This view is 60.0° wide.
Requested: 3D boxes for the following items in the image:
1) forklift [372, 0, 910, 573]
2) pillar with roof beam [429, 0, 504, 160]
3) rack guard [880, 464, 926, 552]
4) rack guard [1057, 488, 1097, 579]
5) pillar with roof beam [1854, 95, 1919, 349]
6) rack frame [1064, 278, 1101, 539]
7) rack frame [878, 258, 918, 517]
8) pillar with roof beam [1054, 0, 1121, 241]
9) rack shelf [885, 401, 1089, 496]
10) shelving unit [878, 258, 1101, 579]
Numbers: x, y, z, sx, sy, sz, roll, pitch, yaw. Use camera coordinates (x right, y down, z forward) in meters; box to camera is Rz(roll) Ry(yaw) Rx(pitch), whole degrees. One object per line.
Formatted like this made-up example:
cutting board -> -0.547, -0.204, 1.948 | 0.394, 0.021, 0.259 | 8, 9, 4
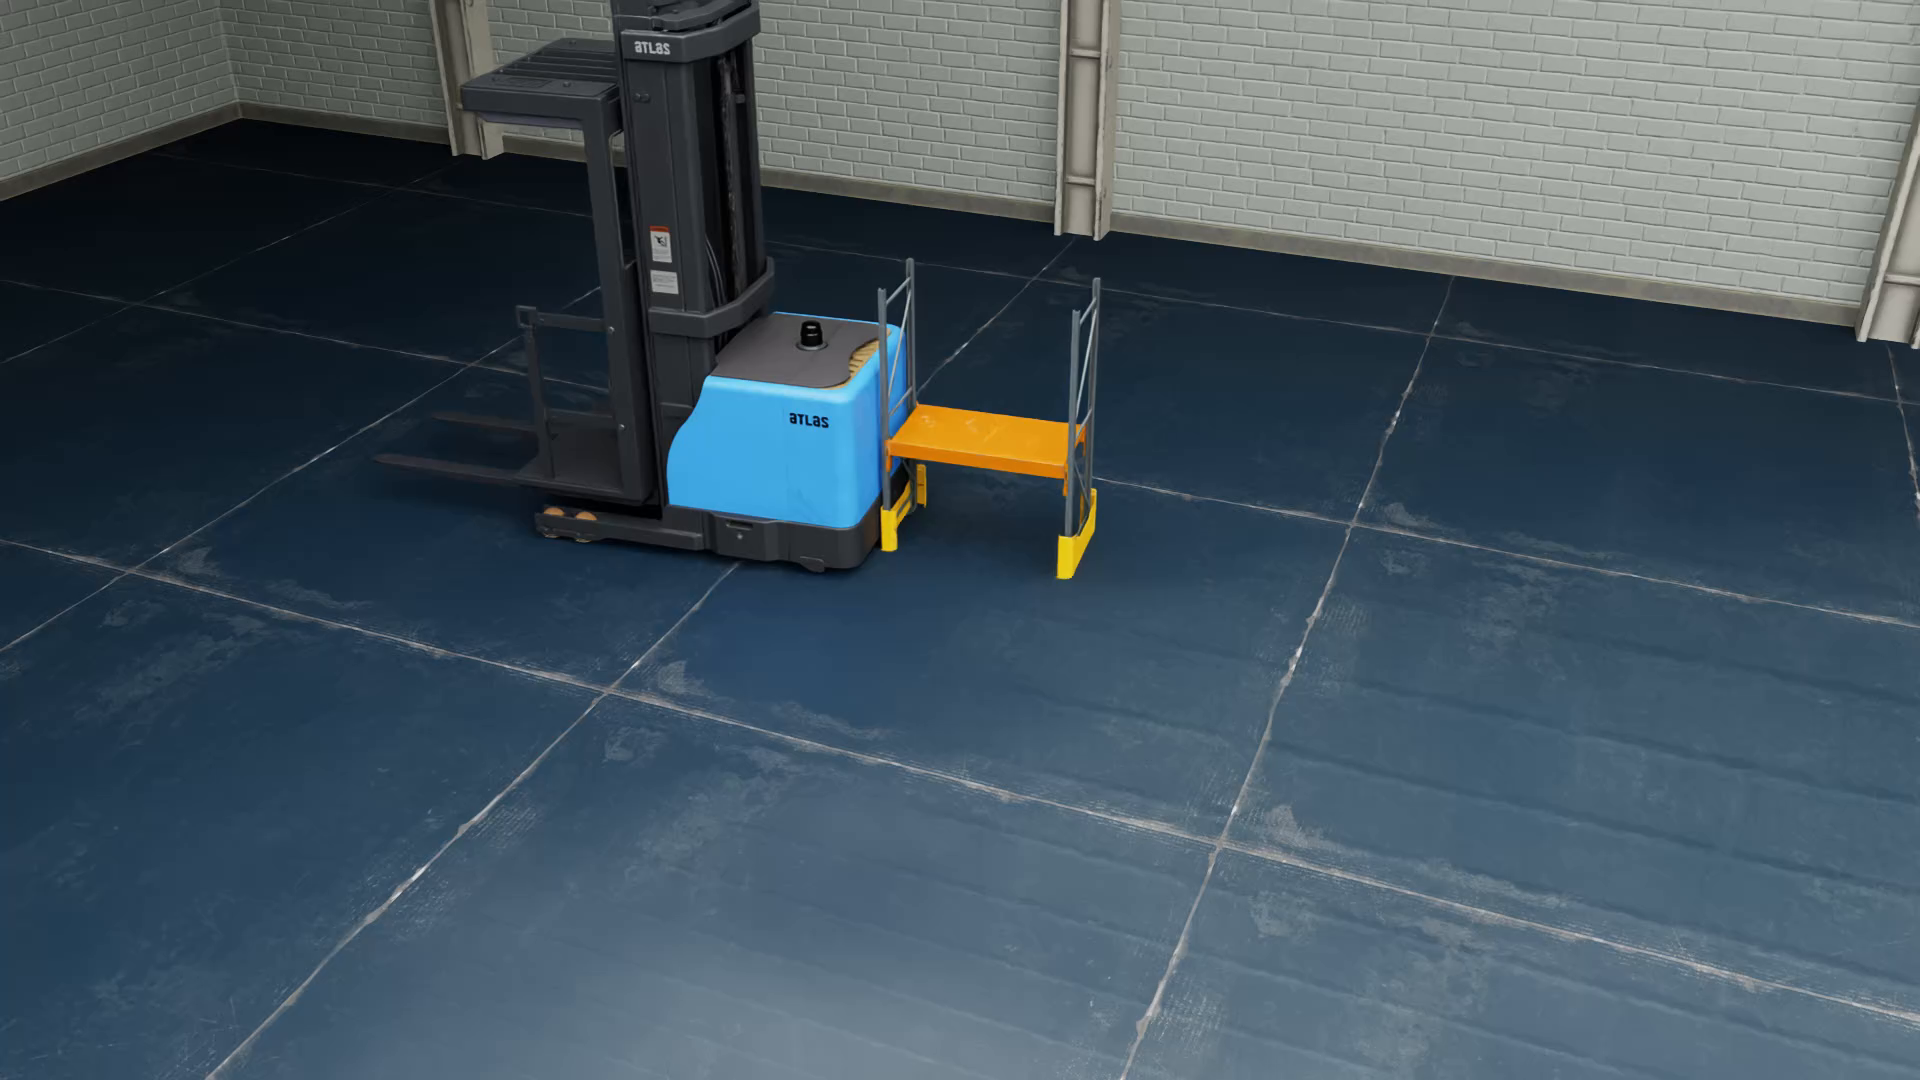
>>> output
forklift -> -1.859, -1.501, 8.926 | 3.031, 2.935, 1.130 | 8, 30, 14
pillar with roof beam -> -6.166, -5.614, 10.037 | 0.400, 9.000, 9.100 | 11, 31, 19
rack guard -> -0.314, -0.185, 9.323 | 0.087, 0.250, 0.587 | 9, 31, 15
rack guard -> 0.639, -0.042, 9.070 | 0.087, 0.250, 0.587 | 9, 31, 15
pillar with roof beam -> 4.953, -3.394, 6.109 | 0.400, 9.000, 9.100 | 11, 31, 19
rack frame -> 0.640, -0.586, 8.762 | 0.032, 1.500, 0.500 | 9, 31, 15
rack frame -> -0.332, -0.732, 9.020 | 0.032, 1.500, 0.500 | 9, 31, 15
pillar with roof beam -> -0.606, -4.504, 8.073 | 0.400, 9.000, 9.100 | 11, 31, 19
rack shelf -> 0.154, -0.502, 8.980 | 1.000, 0.185, 0.538 | 9, 31, 15
shelving unit -> 0.163, -0.658, 8.889 | 1.083, 1.500, 0.587 | 9, 31, 15
